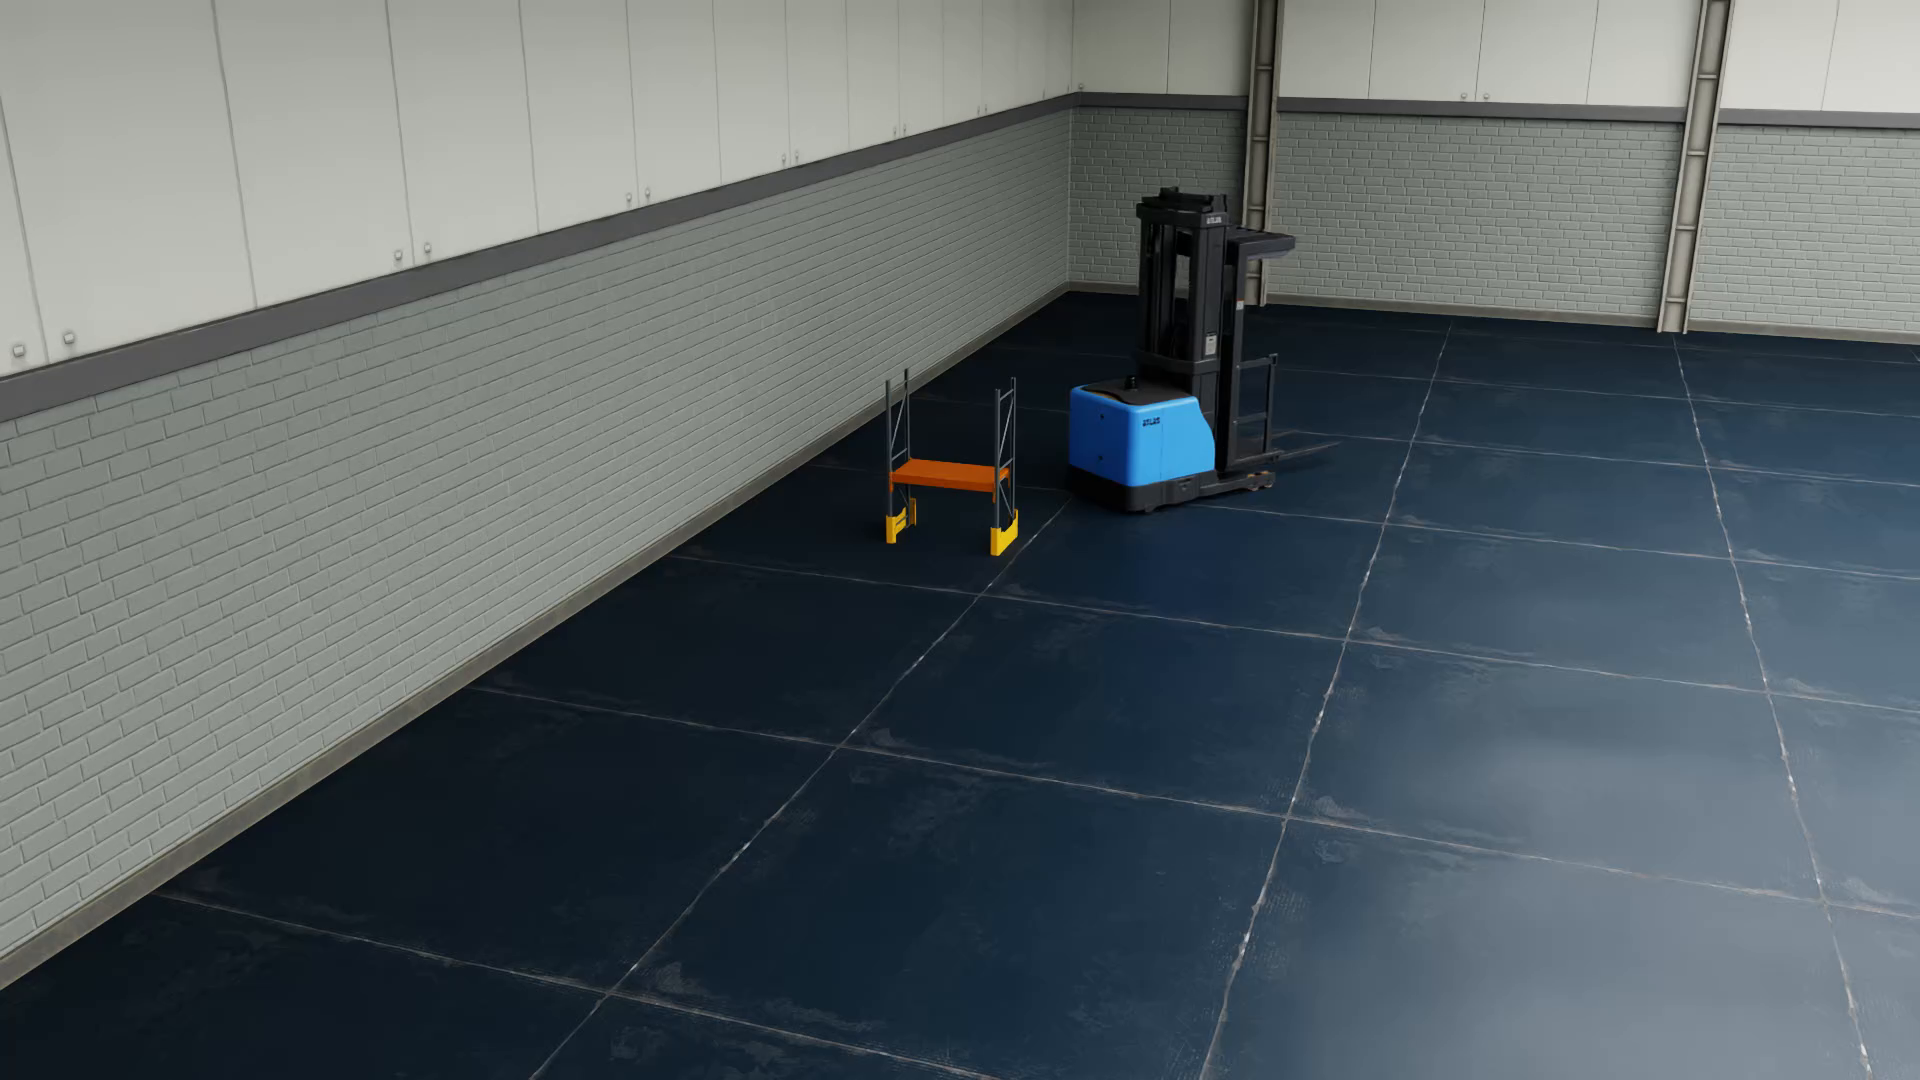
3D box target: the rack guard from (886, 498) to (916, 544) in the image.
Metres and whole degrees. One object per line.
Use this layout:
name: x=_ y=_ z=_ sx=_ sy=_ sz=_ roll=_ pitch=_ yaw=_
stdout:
rack guard: x=-0.542 y=-0.180 z=15.327 sx=0.087 sy=0.250 sz=0.587 roll=7 pitch=20 yaw=18

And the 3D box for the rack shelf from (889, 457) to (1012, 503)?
rack shelf: x=-0.081 y=-0.548 z=15.029 sx=1.000 sy=0.185 sz=0.538 roll=7 pitch=20 yaw=18

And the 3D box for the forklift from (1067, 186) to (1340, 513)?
forklift: x=2.560 y=-2.001 z=16.477 sx=3.031 sy=2.935 sz=1.130 roll=-13 pitch=23 yaw=-32

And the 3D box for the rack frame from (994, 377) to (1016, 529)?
rack frame: x=0.400 y=-0.663 z=14.813 sx=0.032 sy=1.500 sz=0.500 roll=7 pitch=20 yaw=18

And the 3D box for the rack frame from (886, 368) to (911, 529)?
rack frame: x=-0.561 y=-0.772 z=15.128 sx=0.032 sy=1.500 sz=0.500 roll=7 pitch=20 yaw=18

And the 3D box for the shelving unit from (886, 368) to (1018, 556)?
shelving unit: x=-0.072 y=-0.716 z=14.967 sx=1.083 sy=1.500 sz=0.587 roll=7 pitch=20 yaw=18

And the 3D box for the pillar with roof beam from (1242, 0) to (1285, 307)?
pillar with roof beam: x=3.087 y=-6.551 z=20.313 sx=0.400 sy=9.000 sz=9.100 roll=7 pitch=20 yaw=18

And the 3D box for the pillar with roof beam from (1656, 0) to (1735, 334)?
pillar with roof beam: x=8.755 y=-5.903 z=18.454 sx=0.400 sy=9.000 sz=9.100 roll=7 pitch=20 yaw=18

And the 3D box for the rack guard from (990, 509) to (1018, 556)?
rack guard: x=0.398 y=-0.072 z=15.019 sx=0.087 sy=0.250 sz=0.587 roll=7 pitch=20 yaw=18
